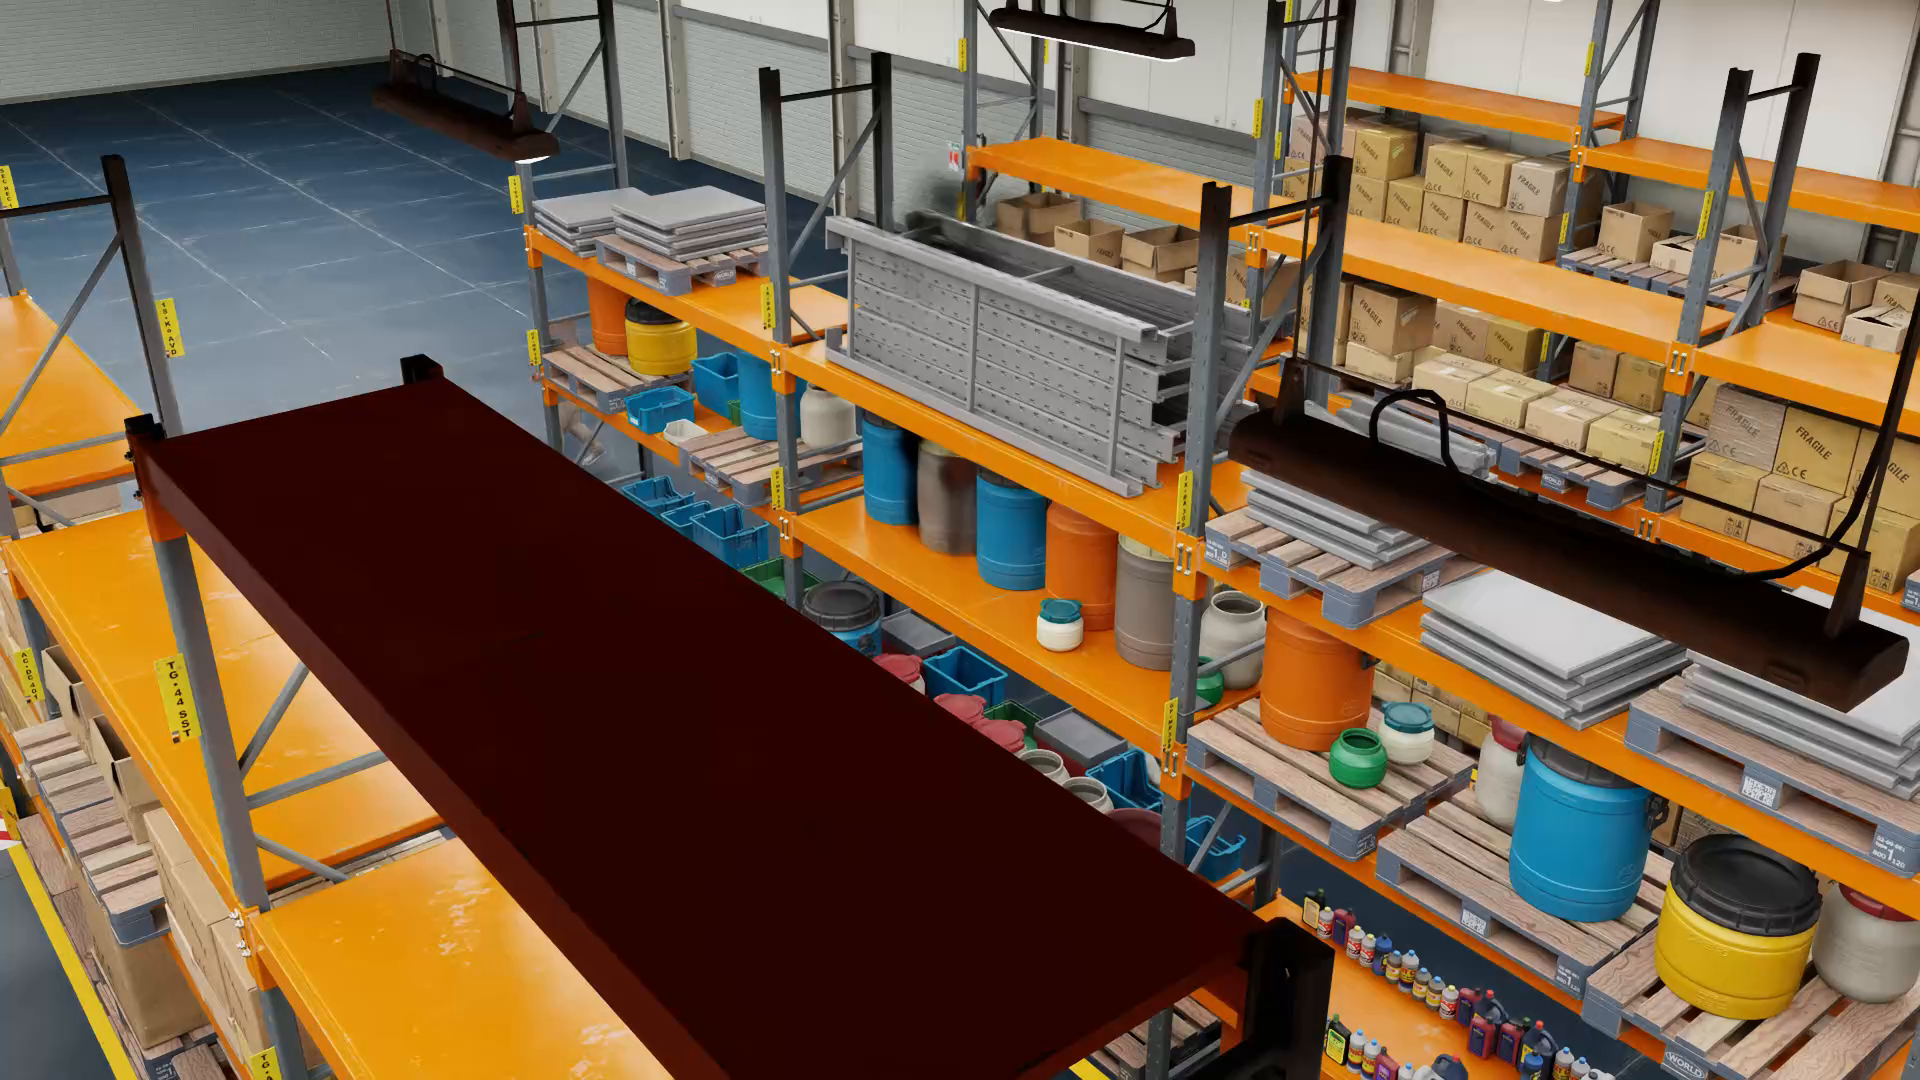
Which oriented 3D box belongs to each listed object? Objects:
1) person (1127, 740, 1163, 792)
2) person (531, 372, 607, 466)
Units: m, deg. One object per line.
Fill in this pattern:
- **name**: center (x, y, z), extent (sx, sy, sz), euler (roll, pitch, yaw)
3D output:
- **person**: center (1.291, 1.265, 13.315), extent (0.658, 1.738, 0.947), euler (-20, 33, -36)
- **person**: center (-4.648, -1.609, 19.559), extent (0.871, 1.749, 0.660), euler (-8, 27, -16)
